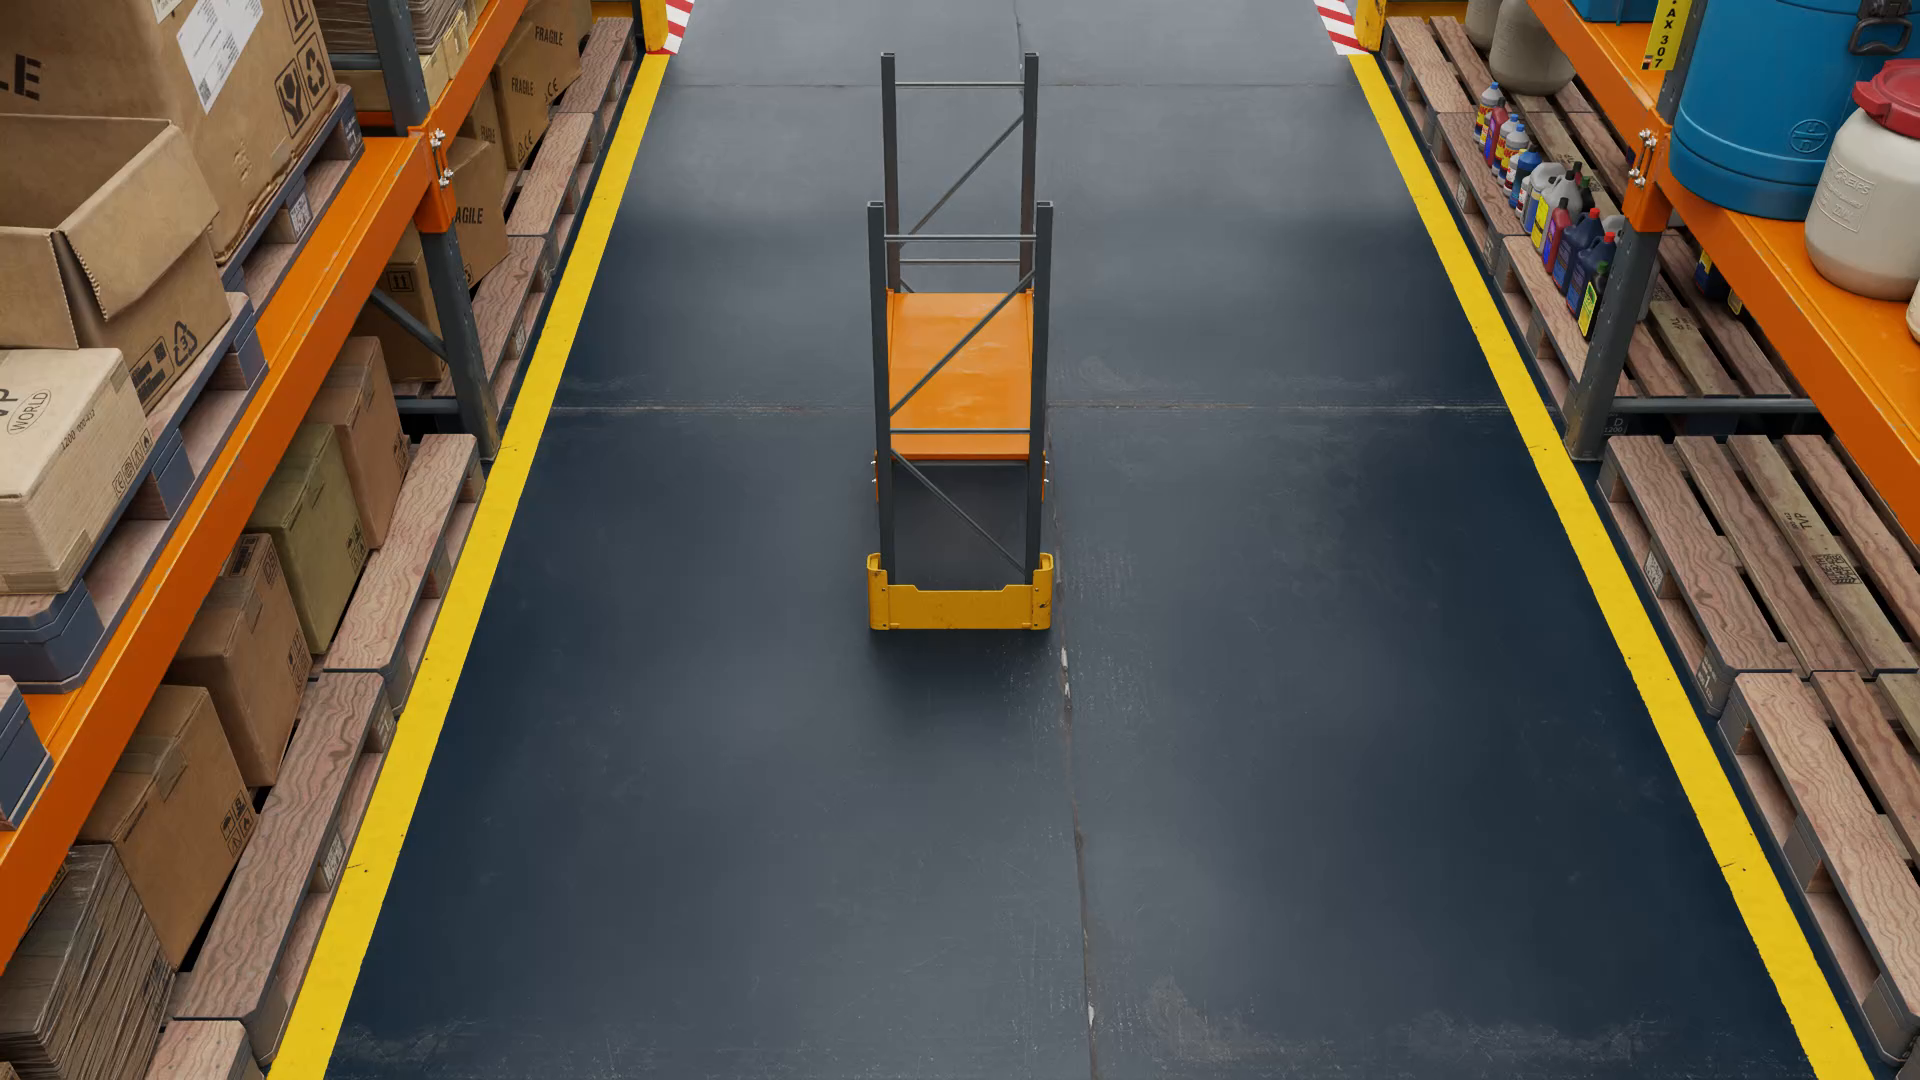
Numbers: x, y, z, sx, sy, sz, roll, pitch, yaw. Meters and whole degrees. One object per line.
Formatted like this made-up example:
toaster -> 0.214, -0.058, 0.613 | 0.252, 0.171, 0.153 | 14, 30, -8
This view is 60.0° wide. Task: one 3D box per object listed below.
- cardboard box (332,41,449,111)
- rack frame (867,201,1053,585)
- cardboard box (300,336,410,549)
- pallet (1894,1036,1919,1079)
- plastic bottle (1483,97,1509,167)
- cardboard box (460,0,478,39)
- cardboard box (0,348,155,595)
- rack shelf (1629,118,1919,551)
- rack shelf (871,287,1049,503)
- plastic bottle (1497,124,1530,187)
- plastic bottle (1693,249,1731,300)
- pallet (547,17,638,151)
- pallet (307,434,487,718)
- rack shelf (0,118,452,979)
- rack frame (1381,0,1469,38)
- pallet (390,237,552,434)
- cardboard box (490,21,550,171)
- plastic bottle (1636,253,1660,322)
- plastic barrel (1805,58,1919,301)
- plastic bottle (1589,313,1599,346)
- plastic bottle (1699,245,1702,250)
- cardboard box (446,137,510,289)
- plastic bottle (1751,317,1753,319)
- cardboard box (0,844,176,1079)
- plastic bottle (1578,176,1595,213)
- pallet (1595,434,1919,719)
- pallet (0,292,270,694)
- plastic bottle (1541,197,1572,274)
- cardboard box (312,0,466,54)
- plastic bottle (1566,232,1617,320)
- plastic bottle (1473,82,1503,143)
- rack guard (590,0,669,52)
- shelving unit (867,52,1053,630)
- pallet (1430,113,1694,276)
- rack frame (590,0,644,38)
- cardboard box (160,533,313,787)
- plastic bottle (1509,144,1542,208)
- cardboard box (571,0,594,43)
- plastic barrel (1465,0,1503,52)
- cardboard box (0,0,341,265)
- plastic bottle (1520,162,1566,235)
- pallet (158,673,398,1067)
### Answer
cardboard box -> -1.908, -1.526, 5.457 | 0.380, 0.149, 0.250 | 0, 39, 0
rack frame -> 0.000, -0.321, 4.951 | 0.500, 1.500, 0.032 | 0, 39, 0
cardboard box -> -2.229, -0.302, 5.375 | 0.700, 0.500, 0.500 | -3, 39, -4
pallet -> 2.787, 1.612, 3.570 | 1.003, 0.211, 1.213 | 0, 39, 0
plastic bottle -> 2.413, -1.831, 7.456 | 0.061, 0.283, 0.133 | 1, 39, 1
cardboard box -> -1.923, -1.839, 5.847 | 0.380, 0.149, 0.250 | 0, 39, 0
cardboard box -> -1.976, -0.142, 3.313 | 0.500, 0.250, 0.500 | -1, 39, -1
rack shelf -> 2.747, 0.038, 3.879 | 1.077, 0.370, 4.000 | 0, 39, 0
rack shelf -> 0.000, -0.498, 5.460 | 0.538, 0.185, 1.000 | 0, 39, 0
plastic bottle -> 2.431, -1.691, 7.291 | 0.097, 0.271, 0.097 | 0, 39, 0
plastic bottle -> 3.015, -1.136, 6.536 | 0.144, 0.351, 0.185 | 0, 39, 0
pallet -> -2.247, -2.348, 8.511 | 1.003, 0.211, 1.213 | 0, 39, 0
pallet -> -2.206, 0.085, 5.475 | 1.003, 0.211, 1.213 | 0, 39, 0
rack shelf -> -2.206, 0.042, 3.875 | 1.077, 0.370, 4.000 | 0, 39, 0
rack frame -> 2.740, -3.995, 8.336 | 1.000, 3.000, 0.127 | 0, 39, 0
pallet -> -2.244, -0.822, 6.607 | 1.003, 0.211, 1.213 | 0, 39, 0
cardboard box -> -2.212, -2.024, 7.540 | 0.500, 0.500, 0.500 | 3, 39, 4
plastic bottle -> 2.600, -1.034, 6.408 | 0.144, 0.351, 0.185 | 0, 39, 0
plastic barrel -> 2.527, -0.948, 4.426 | 0.433, 0.535, 0.433 | 0, 39, 0
plastic bottle -> 2.433, -0.800, 6.235 | 0.097, 0.201, 0.097 | 0, 39, 0
plastic bottle -> 3.121, -1.315, 6.823 | 0.097, 0.271, 0.097 | 0, 39, 0
cardboard box -> -2.177, -1.287, 6.620 | 0.500, 0.500, 0.500 | 12, 40, 14
plastic bottle -> 3.155, -1.004, 6.430 | 0.152, 0.276, 0.135 | 1, 39, 2
cardboard box -> -2.238, 1.049, 3.689 | 0.700, 0.500, 0.500 | -3, 39, -4
plastic bottle -> 2.558, -1.346, 6.851 | 0.061, 0.283, 0.133 | 0, 39, 0
pallet -> 2.784, 0.086, 5.474 | 1.003, 0.211, 1.213 | 0, 39, 0
pallet -> -2.247, -0.151, 3.694 | 1.003, 0.211, 1.213 | 0, 39, 0
plastic bottle -> 2.414, -1.230, 6.706 | 0.061, 0.283, 0.133 | 2, 39, 3
cardboard box -> -2.147, -1.926, 5.437 | 0.875, 0.500, 0.500 | 0, 39, 0
plastic bottle -> 2.456, -1.034, 6.408 | 0.144, 0.351, 0.185 | -1, 39, -1
plastic bottle -> 2.431, -1.968, 7.637 | 0.097, 0.271, 0.097 | 0, 39, 0
rack guard -> -2.213, -2.968, 9.054 | 1.175, 0.500, 0.348 | 0, 39, 0
shelving unit -> 0.000, -0.633, 5.340 | 0.587, 1.500, 1.083 | 0, 39, 0
pallet -> 2.781, -1.590, 7.565 | 1.003, 0.211, 1.213 | 0, 39, 0
rack frame -> -2.213, -3.991, 8.332 | 1.000, 3.000, 0.127 | 0, 39, 0
cardboard box -> -2.246, 0.346, 4.567 | 0.700, 0.500, 0.500 | -3, 39, -4
plastic bottle -> 2.431, -1.564, 7.133 | 0.097, 0.271, 0.097 | 0, 39, 0
cardboard box -> -2.229, -2.789, 8.495 | 0.500, 0.500, 0.500 | 7, 39, 8
plastic barrel -> 2.817, -2.776, 8.469 | 0.421, 0.512, 0.421 | 0, 39, 0
cardboard box -> -2.347, -1.391, 4.271 | 1.000, 1.000, 1.000 | 0, 39, 0
plastic bottle -> 2.459, -1.428, 6.960 | 0.152, 0.276, 0.135 | 1, 39, 1
pallet -> -2.202, 0.850, 4.521 | 1.003, 0.211, 1.213 | 0, 39, 0
